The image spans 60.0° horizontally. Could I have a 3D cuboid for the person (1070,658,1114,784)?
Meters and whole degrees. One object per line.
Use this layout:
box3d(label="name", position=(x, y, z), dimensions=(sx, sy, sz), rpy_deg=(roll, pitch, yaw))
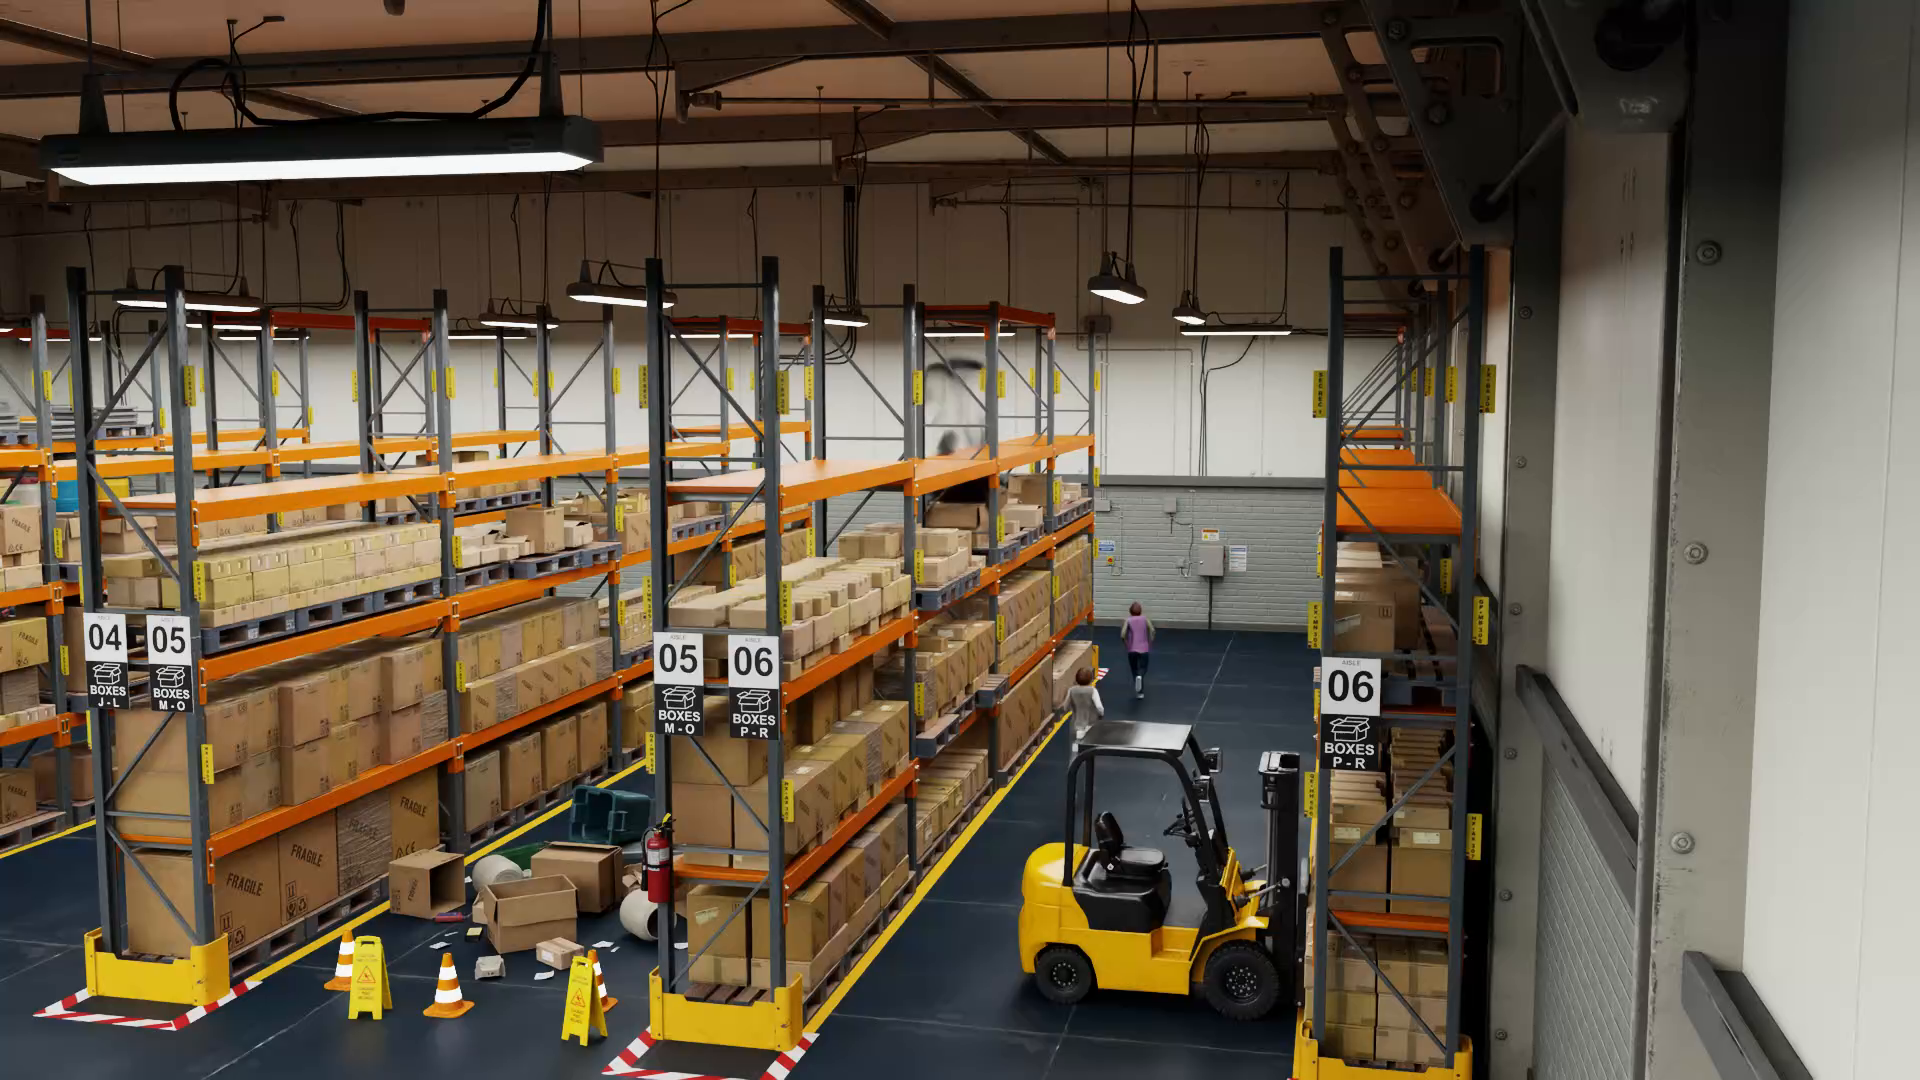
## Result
box3d(label="person", position=(1.664, 2.274, 20.760), dimensions=(0.514, 1.639, 0.666), rpy_deg=(1, 6, 14))

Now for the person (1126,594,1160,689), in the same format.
box3d(label="person", position=(2.951, 1.670, 26.781), dimensions=(0.558, 1.591, 0.921), rpy_deg=(1, 6, 11))
